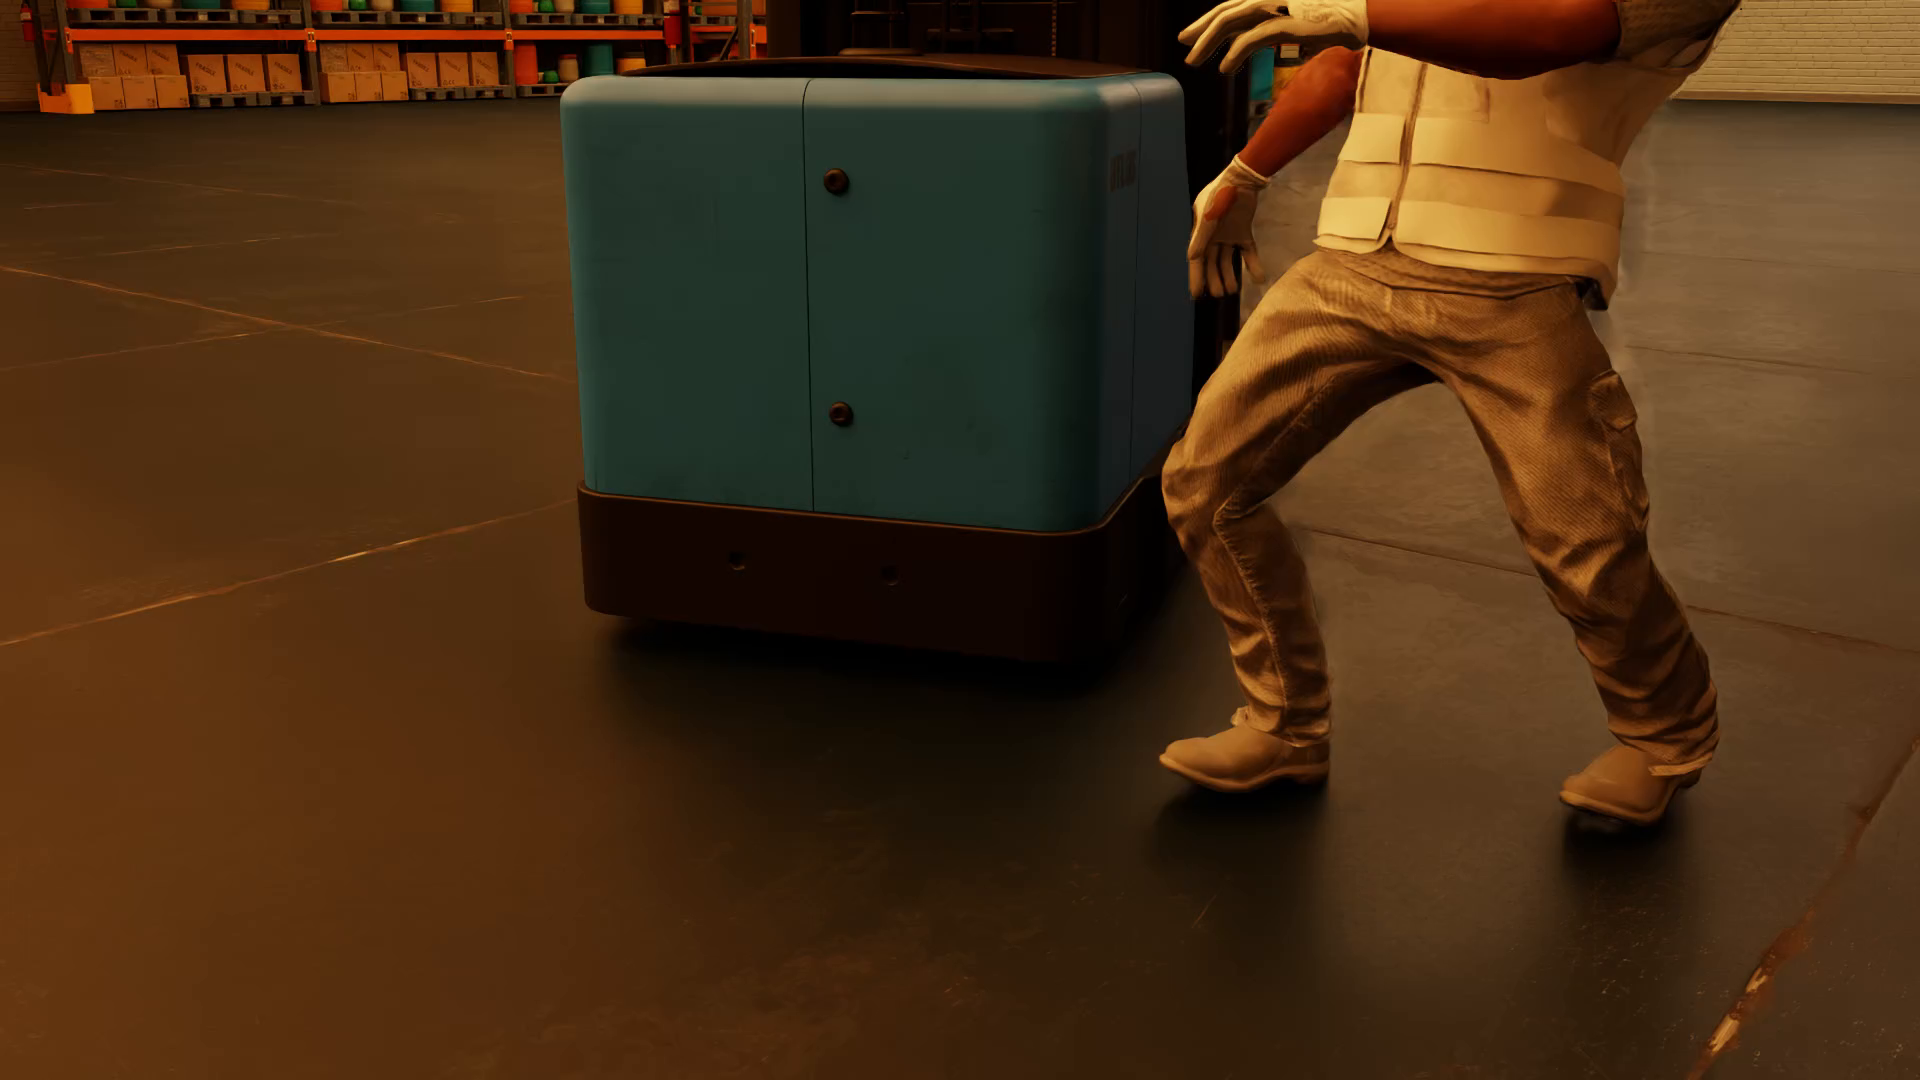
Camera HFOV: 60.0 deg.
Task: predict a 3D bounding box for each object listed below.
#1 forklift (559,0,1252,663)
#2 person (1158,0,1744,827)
[{"bbox_3d":[0.182,-1.571,4.072,1.130,2.935,3.031,5,18,17],"label":"forklift"},{"bbox_3d":[0.605,-0.384,2.371,0.875,1.645,0.819,-14,22,-38],"label":"person"}]
